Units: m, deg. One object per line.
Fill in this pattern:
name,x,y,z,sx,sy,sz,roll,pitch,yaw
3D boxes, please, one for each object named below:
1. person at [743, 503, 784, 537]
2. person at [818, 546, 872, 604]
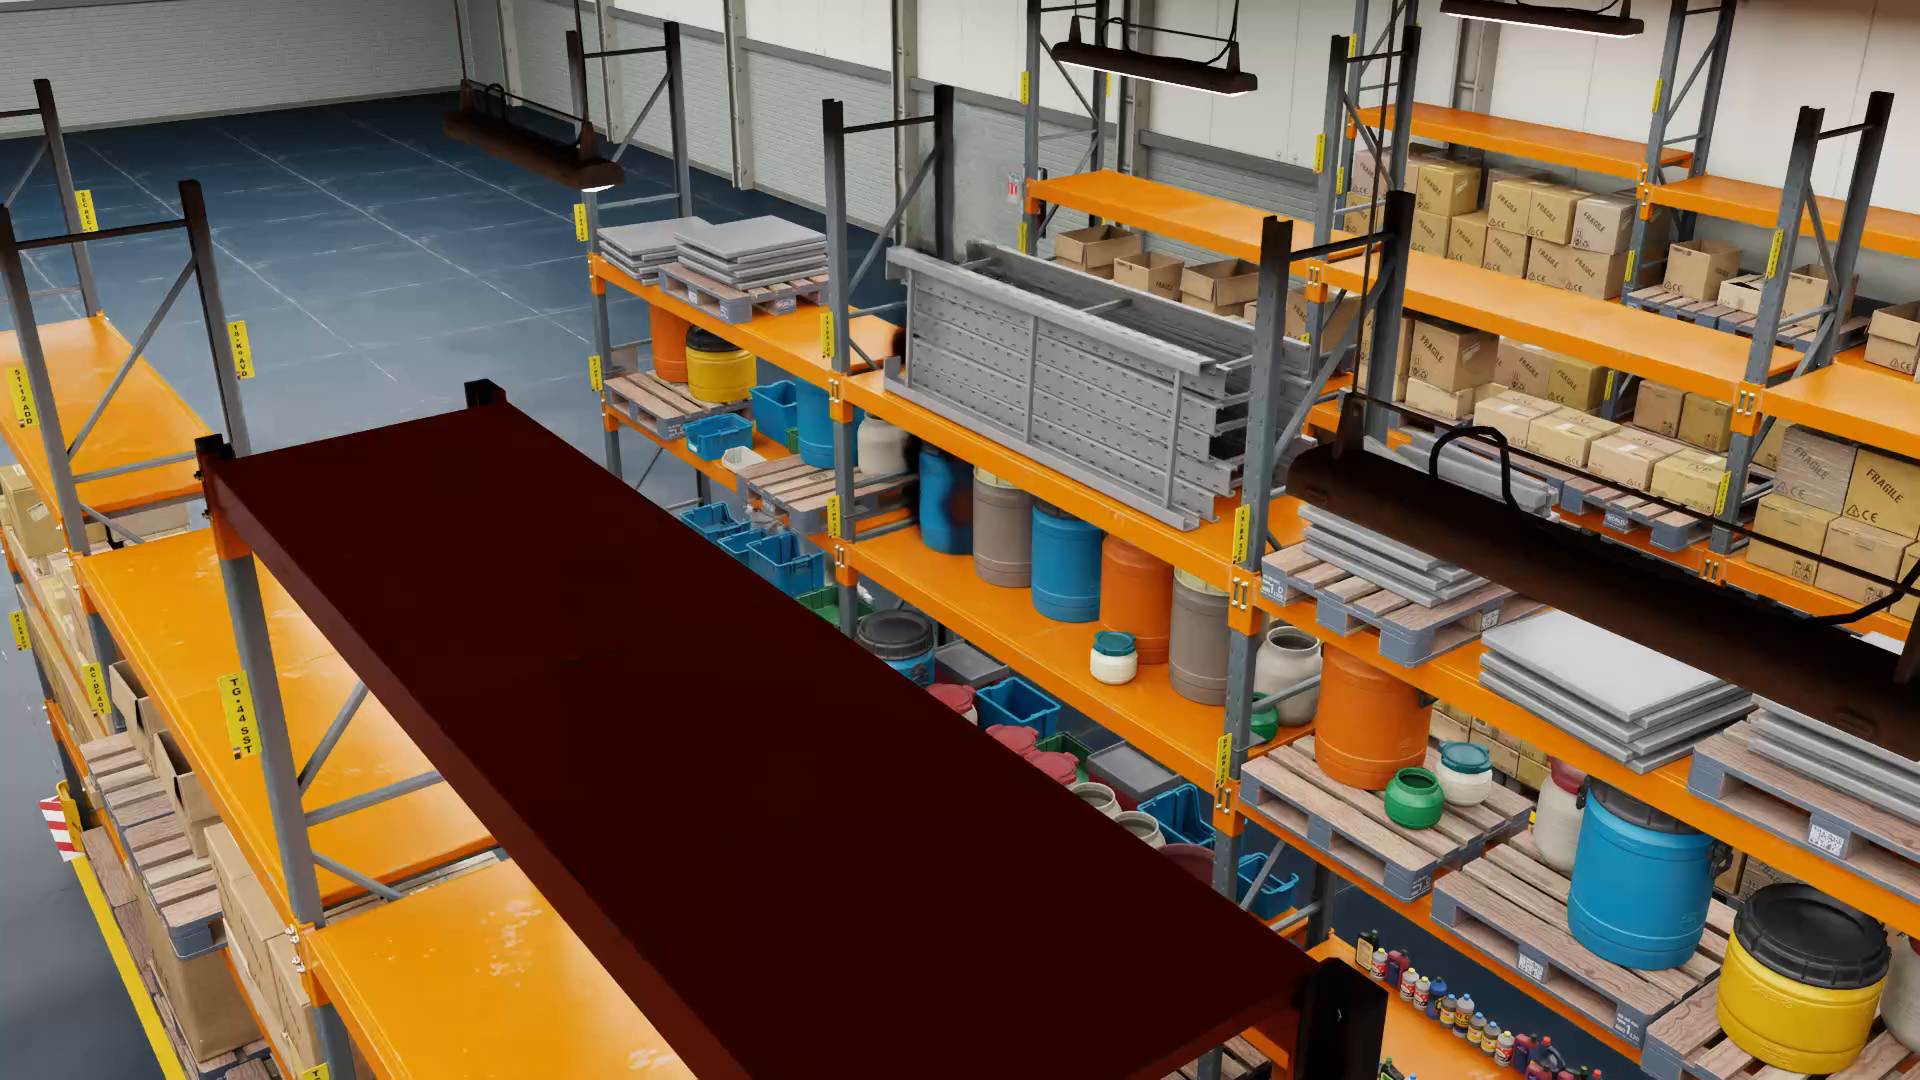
person,-2.102,-0.262,17.467,0.661,1.768,0.660,15,29,29
person,-1.212,0.165,16.729,0.551,1.622,0.553,21,32,37
